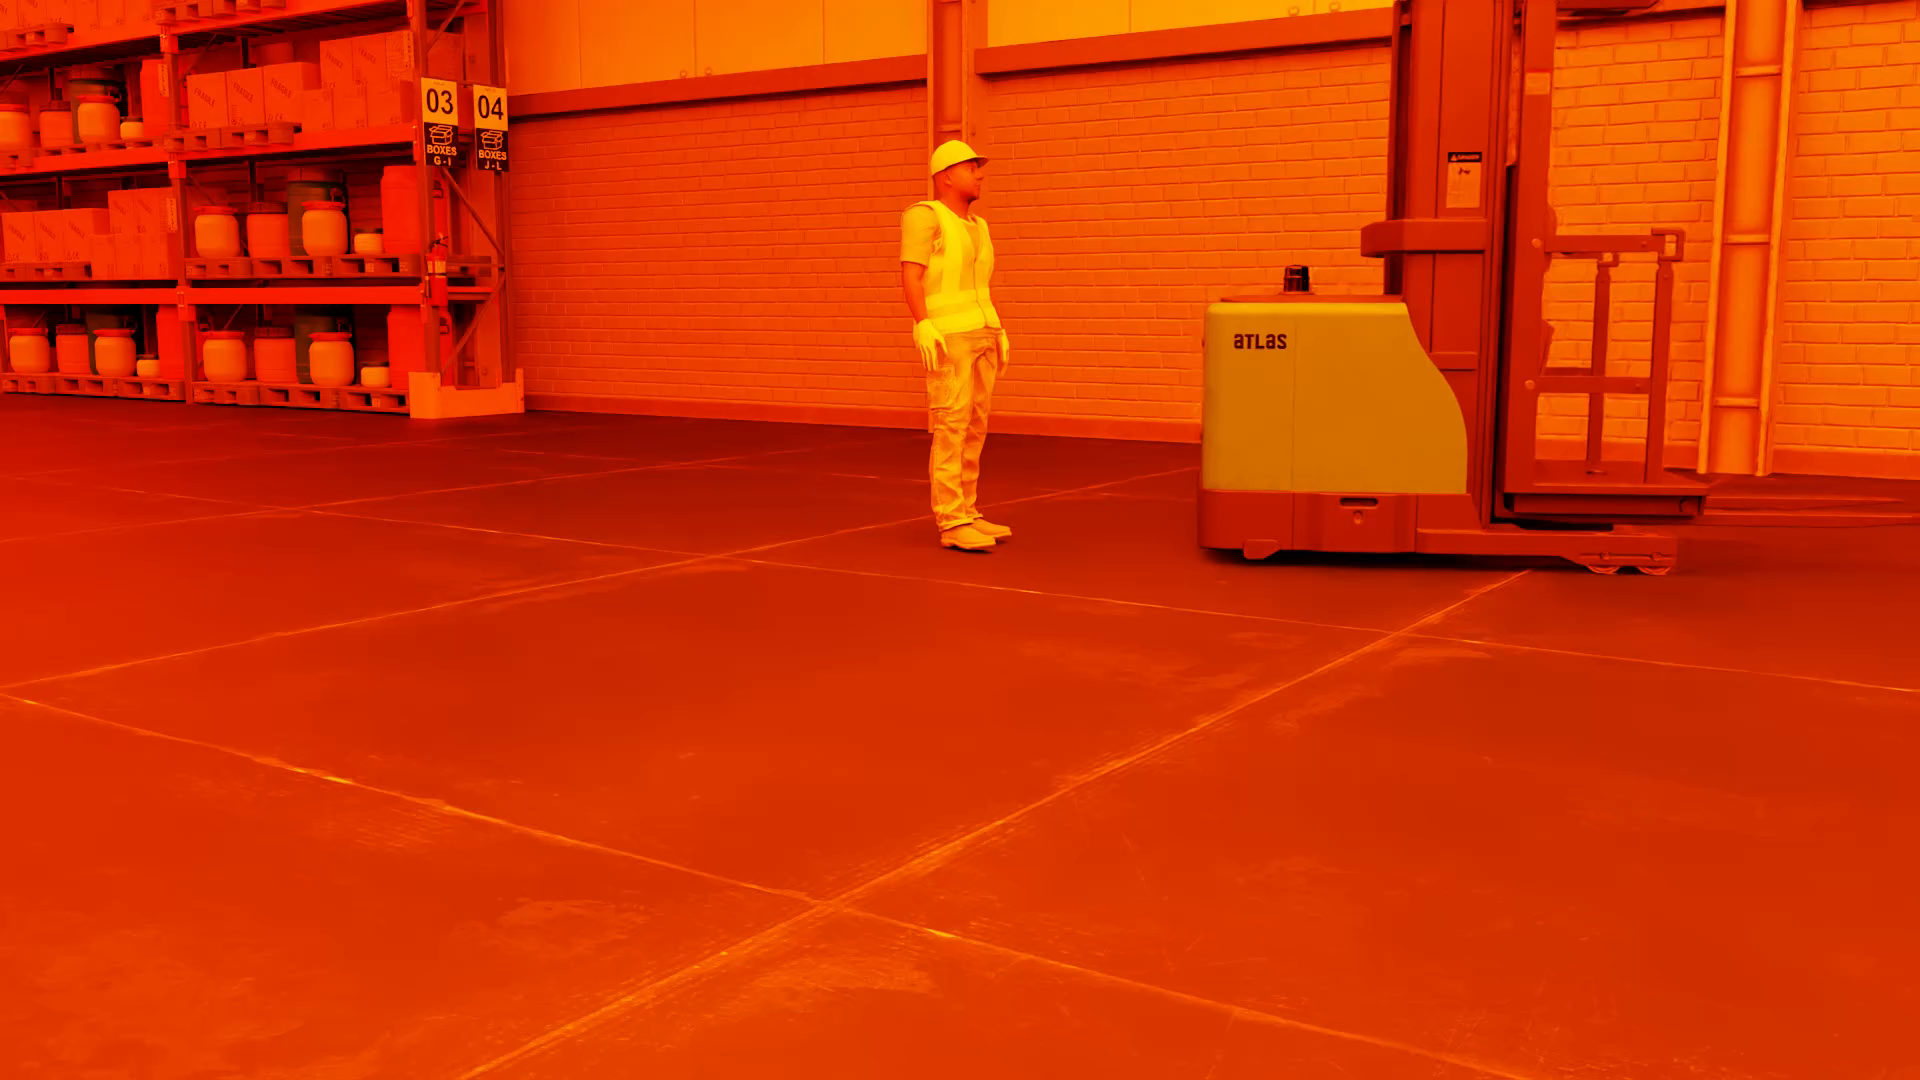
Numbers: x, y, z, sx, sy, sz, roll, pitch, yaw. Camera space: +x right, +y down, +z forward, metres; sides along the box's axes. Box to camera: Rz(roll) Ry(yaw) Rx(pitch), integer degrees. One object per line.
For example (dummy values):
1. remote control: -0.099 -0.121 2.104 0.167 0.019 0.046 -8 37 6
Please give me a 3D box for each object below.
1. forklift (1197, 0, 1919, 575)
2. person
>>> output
1. forklift: 2.556 -1.390 6.969 3.031 2.935 1.130 1 8 8
2. person: 0.055 -0.883 7.430 0.575 1.785 0.657 5 10 34
